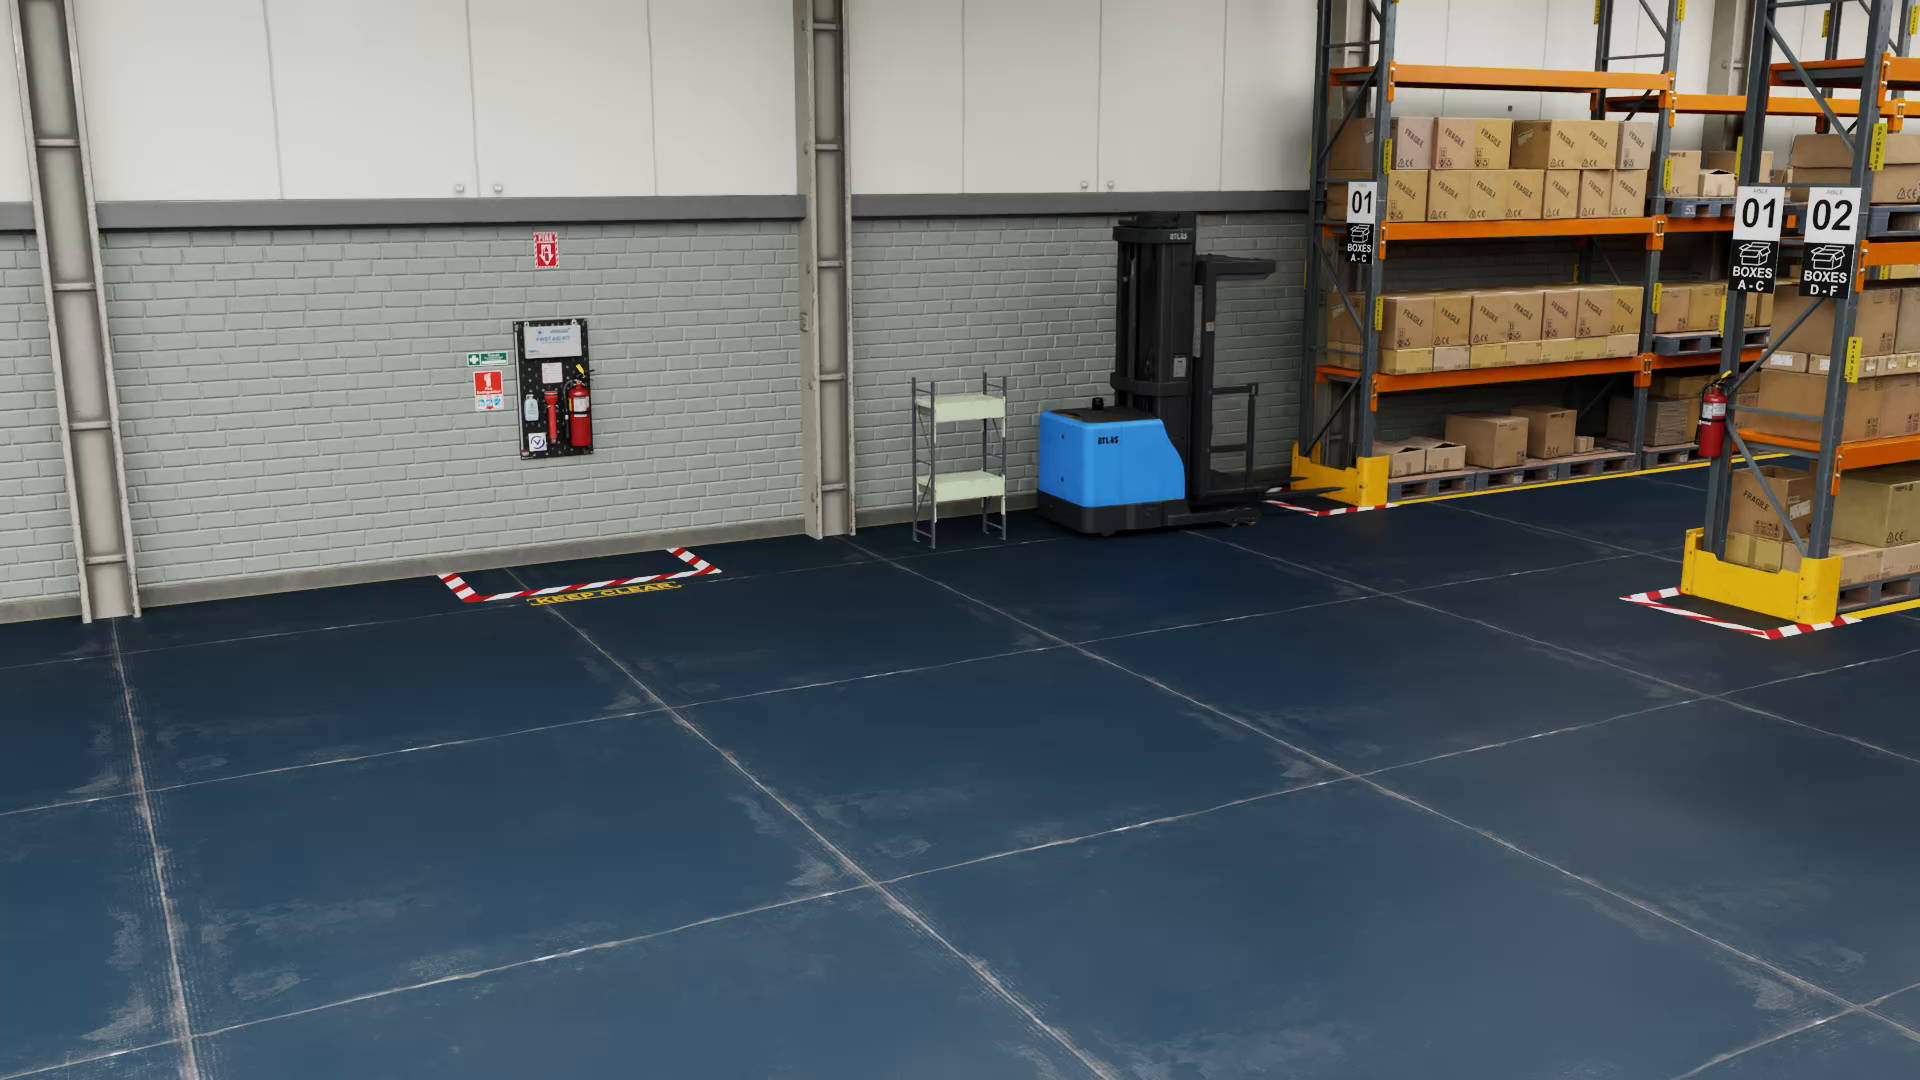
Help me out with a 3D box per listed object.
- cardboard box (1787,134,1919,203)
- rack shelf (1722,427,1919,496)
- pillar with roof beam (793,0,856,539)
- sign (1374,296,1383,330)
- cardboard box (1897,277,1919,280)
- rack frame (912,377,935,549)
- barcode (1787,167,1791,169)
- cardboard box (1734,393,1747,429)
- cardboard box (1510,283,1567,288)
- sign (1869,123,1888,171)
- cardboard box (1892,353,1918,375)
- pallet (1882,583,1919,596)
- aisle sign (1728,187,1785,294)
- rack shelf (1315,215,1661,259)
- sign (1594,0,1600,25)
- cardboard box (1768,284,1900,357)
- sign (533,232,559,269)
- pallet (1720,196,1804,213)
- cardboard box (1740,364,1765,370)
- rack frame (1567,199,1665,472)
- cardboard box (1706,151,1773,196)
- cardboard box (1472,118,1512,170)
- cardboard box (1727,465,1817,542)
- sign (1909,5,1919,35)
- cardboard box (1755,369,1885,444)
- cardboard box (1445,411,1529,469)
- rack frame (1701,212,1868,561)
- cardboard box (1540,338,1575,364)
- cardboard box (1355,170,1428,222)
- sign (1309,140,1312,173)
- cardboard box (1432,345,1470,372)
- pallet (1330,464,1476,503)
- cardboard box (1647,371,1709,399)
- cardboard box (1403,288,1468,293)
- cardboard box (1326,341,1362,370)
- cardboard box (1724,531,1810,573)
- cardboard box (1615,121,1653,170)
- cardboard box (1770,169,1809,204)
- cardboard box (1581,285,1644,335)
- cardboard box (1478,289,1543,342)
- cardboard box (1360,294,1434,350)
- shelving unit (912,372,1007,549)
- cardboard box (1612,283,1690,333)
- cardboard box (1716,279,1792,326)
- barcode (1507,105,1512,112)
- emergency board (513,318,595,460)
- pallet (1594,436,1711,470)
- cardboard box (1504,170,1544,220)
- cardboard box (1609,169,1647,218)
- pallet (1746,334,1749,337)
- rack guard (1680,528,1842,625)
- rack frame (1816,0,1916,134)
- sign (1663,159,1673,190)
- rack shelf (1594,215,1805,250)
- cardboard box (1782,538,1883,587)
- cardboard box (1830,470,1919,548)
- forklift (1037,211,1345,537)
[{"bbox_3d":[6.738,-2.804,12.534,0.637,0.503,0.797,-6,14,-24],"label":"cardboard box"},{"bbox_3d":[7.987,-0.817,13.685,4.000,0.370,1.077,-7,14,-28],"label":"rack shelf"},{"bbox_3d":[0.851,-3.618,10.830,0.400,9.000,9.100,-7,14,-28],"label":"pillar with roof beam"},{"bbox_3d":[4.115,-2.229,16.352,0.005,0.325,0.100,-7,14,-28],"label":"sign"},{"bbox_3d":[8.035,-1.853,13.471,0.500,0.500,0.700,-7,14,-28],"label":"cardboard box"},{"bbox_3d":[-0.327,-0.692,14.911,0.023,1.500,0.400,-7,14,-28],"label":"rack frame"},{"bbox_3d":[10.251,-4.580,20.573,0.075,0.075,0.001,-7,14,-28],"label":"barcode"},{"bbox_3d":[8.901,-1.518,19.854,0.500,0.500,0.700,-7,14,-27],"label":"cardboard box"},{"bbox_3d":[6.398,-2.572,18.434,0.500,0.500,0.500,-7,14,-28],"label":"cardboard box"},{"bbox_3d":[6.493,-2.778,11.759,0.005,0.325,0.100,-7,14,-28],"label":"sign"},{"bbox_3d":[7.130,-1.376,12.829,0.250,0.149,0.380,-7,14,-28],"label":"cardboard box"},{"bbox_3d":[7.953,0.187,13.937,1.213,0.211,1.003,-7,14,-28],"label":"pallet"},{"bbox_3d":[6.034,-2.275,12.607,0.004,0.787,0.394,-7,14,-28],"label":"aisle sign"},{"bbox_3d":[5.611,-3.234,17.596,4.000,0.370,1.077,-7,14,-28],"label":"rack shelf"},{"bbox_3d":[7.095,-5.898,18.475,0.005,0.325,0.100,-7,14,-28],"label":"sign"},{"bbox_3d":[6.694,-1.691,12.750,0.500,0.500,0.700,-7,14,-28],"label":"cardboard box"},{"bbox_3d":[-3.453,-2.417,13.879,0.199,0.298,0.001,-7,14,-28],"label":"sign"},{"bbox_3d":[8.868,-3.858,19.157,1.003,0.211,1.213,-7,14,-28],"label":"pallet"},{"bbox_3d":[9.740,-1.980,20.201,0.500,0.250,0.500,-7,14,-27],"label":"cardboard box"},{"bbox_3d":[7.366,-2.332,18.781,0.127,3.000,1.000,-7,14,-28],"label":"rack frame"},{"bbox_3d":[8.967,-4.221,19.158,0.500,0.500,0.500,-7,15,-30],"label":"cardboard box"},{"bbox_3d":[5.219,-4.014,16.872,0.500,0.500,0.500,-6,14,-26],"label":"cardboard box"},{"bbox_3d":[6.560,-0.300,13.350,0.500,0.500,0.500,-7,14,-28],"label":"cardboard box"},{"bbox_3d":[11.146,-6.071,19.421,0.005,0.325,0.100,-7,14,-28],"label":"sign"},{"bbox_3d":[6.648,-1.053,12.868,0.500,0.500,0.700,-7,14,-28],"label":"cardboard box"},{"bbox_3d":[5.674,-1.090,17.951,0.500,0.500,0.700,-8,15,-31],"label":"cardboard box"},{"bbox_3d":[6.232,-0.957,12.671,0.127,3.000,1.000,-7,14,-28],"label":"rack frame"},{"bbox_3d":[6.220,-2.054,17.840,0.500,0.250,0.500,-7,14,-28],"label":"cardboard box"},{"bbox_3d":[4.269,-3.420,16.511,0.500,0.500,0.500,-6,14,-26],"label":"cardboard box"},{"bbox_3d":[3.607,-3.916,16.970,0.005,0.325,0.100,-7,14,-28],"label":"sign"},{"bbox_3d":[4.885,-1.896,17.137,0.500,0.250,0.500,-7,15,-30],"label":"cardboard box"},{"bbox_3d":[4.652,-0.638,17.603,1.213,0.211,1.003,-7,14,-28],"label":"pallet"},{"bbox_3d":[8.389,-1.821,19.492,0.500,0.250,0.500,-7,15,-29],"label":"cardboard box"},{"bbox_3d":[5.065,-2.411,17.718,0.500,0.500,0.500,-7,15,-29],"label":"cardboard box"},{"bbox_3d":[4.173,-1.935,17.310,0.500,0.250,0.500,-7,14,-27],"label":"cardboard box"},{"bbox_3d":[6.561,0.066,13.431,0.500,0.250,0.500,-7,14,-28],"label":"cardboard box"},{"bbox_3d":[7.056,-4.237,17.863,0.500,0.500,0.500,-8,15,-33],"label":"cardboard box"},{"bbox_3d":[9.695,-4.158,19.782,0.637,0.503,0.797,-5,14,-20],"label":"cardboard box"},{"bbox_3d":[7.099,-2.525,18.227,0.500,0.500,0.500,-7,14,-28],"label":"cardboard box"},{"bbox_3d":[5.761,-2.366,17.519,0.500,0.500,0.500,-6,14,-26],"label":"cardboard box"},{"bbox_3d":[4.418,-2.206,16.809,0.500,0.500,0.500,-7,14,-28],"label":"cardboard box"},{"bbox_3d":[-0.006,-0.731,15.082,0.755,1.500,0.431,-7,14,-28],"label":"shelving unit"},{"bbox_3d":[7.829,-2.643,18.931,0.500,0.500,0.700,-7,14,-28],"label":"cardboard box"},{"bbox_3d":[9.386,-2.830,19.762,0.500,0.500,0.700,-7,14,-28],"label":"cardboard box"},{"bbox_3d":[5.940,-4.659,17.962,0.075,0.075,0.001,-7,14,-28],"label":"barcode"},{"bbox_3d":[-3.399,-1.268,14.052,0.643,1.169,0.194,-7,14,-28],"label":"emergency board"},{"bbox_3d":[8.049,-1.054,19.453,1.213,0.211,1.003,-7,14,-28],"label":"pallet"},{"bbox_3d":[5.671,-3.586,17.246,0.500,0.500,0.500,-6,14,-24],"label":"cardboard box"},{"bbox_3d":[7.039,-3.753,17.990,0.500,0.500,0.500,-6,14,-26],"label":"cardboard box"},{"bbox_3d":[10.303,-2.564,20.248,1.003,0.211,1.213,-7,14,-28],"label":"pallet"},{"bbox_3d":[6.211,0.265,12.934,0.348,0.500,1.175,-7,14,-28],"label":"rack guard"},{"bbox_3d":[10.877,-5.680,19.992,0.127,3.000,1.000,-7,14,-28],"label":"rack frame"},{"bbox_3d":[7.633,-3.944,17.934,0.005,0.325,0.100,-7,14,-28],"label":"sign"},{"bbox_3d":[9.122,-3.655,19.466,4.000,0.370,1.077,-7,14,-28],"label":"rack shelf"},{"bbox_3d":[6.809,0.166,12.987,0.500,0.250,0.500,-7,14,-28],"label":"cardboard box"},{"bbox_3d":[7.247,-0.253,13.140,0.500,0.500,0.500,-7,14,-28],"label":"cardboard box"},{"bbox_3d":[2.305,-1.655,15.929,3.031,2.935,1.130,-6,14,-24],"label":"forklift"}]
